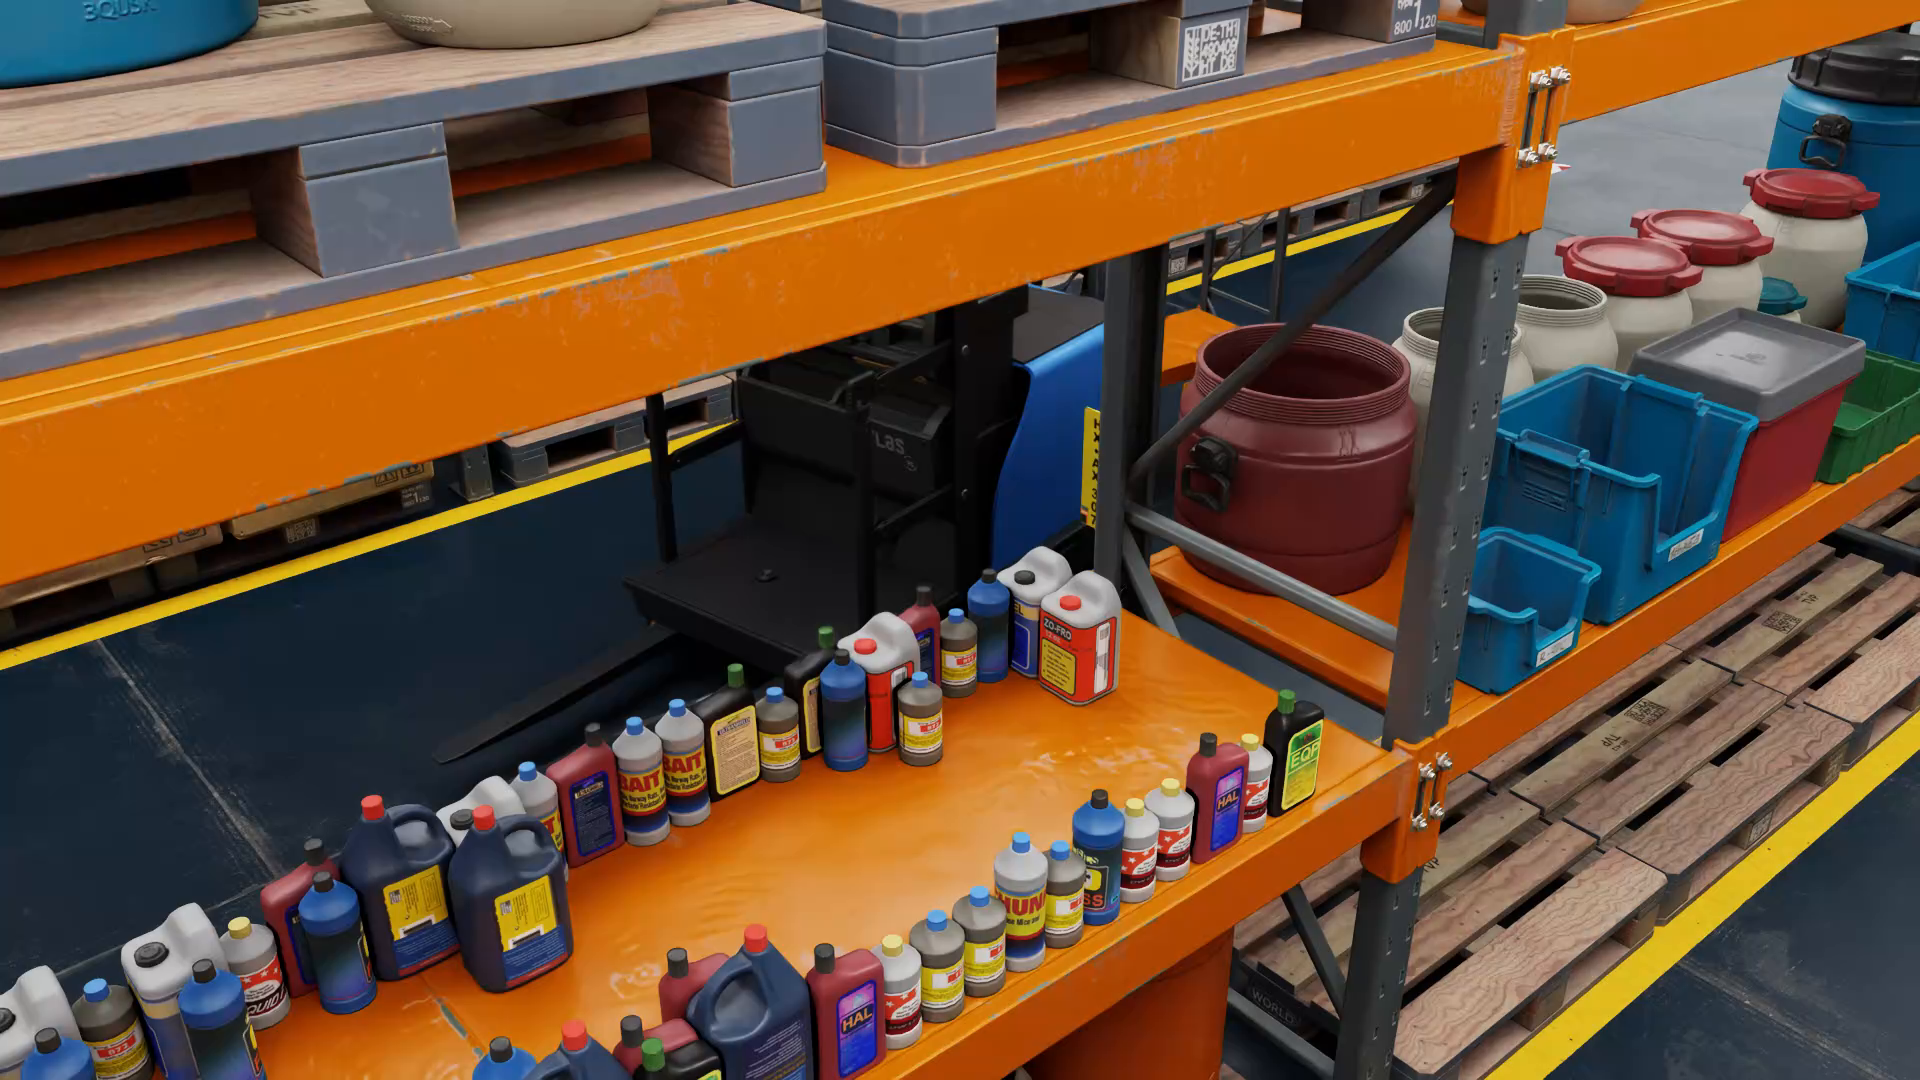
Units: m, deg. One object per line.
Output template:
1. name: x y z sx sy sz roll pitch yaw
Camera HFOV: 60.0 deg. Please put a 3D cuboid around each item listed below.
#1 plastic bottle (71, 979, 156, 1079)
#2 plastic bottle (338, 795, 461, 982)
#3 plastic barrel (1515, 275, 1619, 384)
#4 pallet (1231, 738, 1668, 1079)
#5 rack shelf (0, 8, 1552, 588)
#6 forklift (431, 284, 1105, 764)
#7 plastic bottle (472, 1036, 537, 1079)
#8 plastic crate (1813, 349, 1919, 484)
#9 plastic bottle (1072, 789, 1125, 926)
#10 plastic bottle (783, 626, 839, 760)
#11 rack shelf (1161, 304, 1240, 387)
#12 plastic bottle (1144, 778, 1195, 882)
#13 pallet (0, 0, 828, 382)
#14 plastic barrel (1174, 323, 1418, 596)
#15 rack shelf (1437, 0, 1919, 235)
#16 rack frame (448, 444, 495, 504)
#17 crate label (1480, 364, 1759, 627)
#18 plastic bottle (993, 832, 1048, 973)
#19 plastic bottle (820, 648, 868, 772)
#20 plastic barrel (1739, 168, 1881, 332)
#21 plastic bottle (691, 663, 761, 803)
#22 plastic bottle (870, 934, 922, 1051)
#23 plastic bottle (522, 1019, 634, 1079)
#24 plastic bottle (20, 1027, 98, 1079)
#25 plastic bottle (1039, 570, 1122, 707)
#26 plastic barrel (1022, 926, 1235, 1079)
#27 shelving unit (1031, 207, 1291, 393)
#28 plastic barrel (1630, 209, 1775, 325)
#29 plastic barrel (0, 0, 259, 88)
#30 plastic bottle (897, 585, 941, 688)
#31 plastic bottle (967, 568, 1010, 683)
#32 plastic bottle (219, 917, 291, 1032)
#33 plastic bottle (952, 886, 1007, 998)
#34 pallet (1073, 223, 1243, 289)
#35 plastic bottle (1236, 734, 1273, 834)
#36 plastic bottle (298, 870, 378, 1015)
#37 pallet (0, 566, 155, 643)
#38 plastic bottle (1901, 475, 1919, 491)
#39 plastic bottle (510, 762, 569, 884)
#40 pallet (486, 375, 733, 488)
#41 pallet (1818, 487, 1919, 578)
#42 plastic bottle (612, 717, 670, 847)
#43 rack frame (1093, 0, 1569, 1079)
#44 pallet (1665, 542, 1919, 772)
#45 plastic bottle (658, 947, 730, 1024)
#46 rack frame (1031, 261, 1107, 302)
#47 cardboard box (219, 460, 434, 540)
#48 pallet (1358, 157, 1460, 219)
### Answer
1. plastic bottle: -1.408 0.815 2.754 0.097 0.201 0.097 0 28 0
2. plastic bottle: -1.008 0.602 2.993 0.185 0.351 0.144 -22 35 -35
3. plastic barrel: 1.675 -0.477 4.842 0.421 0.512 0.421 0 28 0
4. pallet: 1.325 1.099 4.969 1.213 0.211 1.003 -22 35 -35
5. rack shelf: -0.811 -0.302 2.213 4.000 0.370 1.077 -22 35 -35
6. forklift: -0.556 -0.859 5.748 1.130 2.935 3.031 20 34 32
7. plastic bottle: -0.692 0.877 2.564 0.097 0.271 0.097 0 28 0
8. plastic crate: 2.612 -0.404 5.048 0.662 0.188 0.450 -22 35 -35
9. plastic bottle: 0.256 0.585 3.110 0.097 0.271 0.097 0 28 0
10. plastic bottle: -0.312 0.326 3.581 0.133 0.283 0.061 -22 35 -35
11. rack shelf: 0.883 -0.812 7.560 1.000 0.185 0.538 -18 33 -30
12. plastic bottle: 0.404 0.556 3.238 0.097 0.201 0.097 0 28 0
13. pallet: -0.939 -0.547 2.108 1.213 0.211 1.003 -22 35 -35
14. plastic barrel: 0.867 -0.218 4.332 0.708 0.536 0.600 -22 35 -35
15. rack shelf: 2.232 -1.525 4.502 4.000 0.370 1.077 -22 35 -35
16. rack frame: -2.504 -1.684 7.218 0.127 3.000 1.000 -22 35 -35
17. crate label: 1.642 -0.130 4.274 0.616 0.435 0.502 -22 35 -35
18. plastic bottle: 0.108 0.644 2.999 0.097 0.271 0.097 0 28 0
19. plastic bottle: -0.247 0.355 3.541 0.097 0.271 0.097 0 28 0
20. plastic barrel: 2.883 -0.977 5.752 0.433 0.535 0.433 0 28 0
21. plastic bottle: -0.488 0.397 3.448 0.133 0.283 0.061 -22 35 -35
22. plastic bottle: -0.114 0.764 2.848 0.097 0.201 0.097 0 28 0
23. plastic bottle: -0.580 0.871 2.489 0.185 0.351 0.144 -22 35 -35
24. plastic bottle: -1.383 0.868 2.580 0.097 0.271 0.097 0 28 0
25. plastic bottle: 0.270 0.218 3.791 0.135 0.276 0.152 -22 35 -35
26. plastic barrel: 0.349 1.020 4.016 0.708 0.830 0.600 -22 35 -35
27. shelving unit: 0.876 -0.968 7.471 1.083 1.500 0.587 -18 33 -30
28. plastic barrel: 2.325 -0.753 5.332 0.433 0.535 0.433 0 28 0
29. plastic barrel: -1.133 -0.990 1.761 0.708 0.901 0.600 -22 35 -35
30. plastic bottle: -0.108 0.244 3.734 0.133 0.283 0.061 -22 35 -35
31. plastic bottle: 0.066 0.191 3.846 0.097 0.271 0.097 0 28 0
32. plastic bottle: -1.232 0.744 2.887 0.097 0.201 0.097 0 28 0
33. plastic bottle: 0.034 0.705 2.959 0.097 0.201 0.097 0 28 0
34. pallet: 1.027 -1.896 10.573 1.213 0.211 1.003 -22 35 -35
35. plastic bottle: 0.580 0.485 3.370 0.097 0.201 0.097 0 28 0
36. plastic bottle: -1.091 0.694 2.906 0.097 0.271 0.097 0 28 0
37. pallet: -4.081 0.132 6.780 1.213 0.211 1.003 -22 35 -35
38. plastic bottle: 4.150 -0.406 7.171 0.185 0.351 0.144 -22 35 -35
39. plastic bottle: -0.813 0.544 3.185 0.097 0.271 0.097 0 28 0
40. pallet: -1.909 -0.692 8.322 1.213 0.211 1.003 -22 35 -35
41. pallet: 4.291 -0.092 7.198 1.213 0.211 1.003 -22 35 -35
42. plastic bottle: -0.638 0.474 3.317 0.097 0.271 0.097 0 28 0
43. rack frame: 0.710 0.092 3.895 0.127 3.000 1.000 -22 35 -35
44. pallet: 3.181 0.353 6.366 1.213 0.211 1.003 -22 35 -35
45. plastic bottle: -0.424 0.775 2.741 0.133 0.283 0.061 -22 35 -35
46. rack frame: 0.465 -0.834 7.220 0.032 1.500 0.500 -18 33 -30
47. cardboard box: -3.043 -0.728 7.239 0.875 0.875 1.225 -24 36 -37
48. pallet: 2.883 -2.642 11.970 1.213 0.211 1.003 -22 35 -35
